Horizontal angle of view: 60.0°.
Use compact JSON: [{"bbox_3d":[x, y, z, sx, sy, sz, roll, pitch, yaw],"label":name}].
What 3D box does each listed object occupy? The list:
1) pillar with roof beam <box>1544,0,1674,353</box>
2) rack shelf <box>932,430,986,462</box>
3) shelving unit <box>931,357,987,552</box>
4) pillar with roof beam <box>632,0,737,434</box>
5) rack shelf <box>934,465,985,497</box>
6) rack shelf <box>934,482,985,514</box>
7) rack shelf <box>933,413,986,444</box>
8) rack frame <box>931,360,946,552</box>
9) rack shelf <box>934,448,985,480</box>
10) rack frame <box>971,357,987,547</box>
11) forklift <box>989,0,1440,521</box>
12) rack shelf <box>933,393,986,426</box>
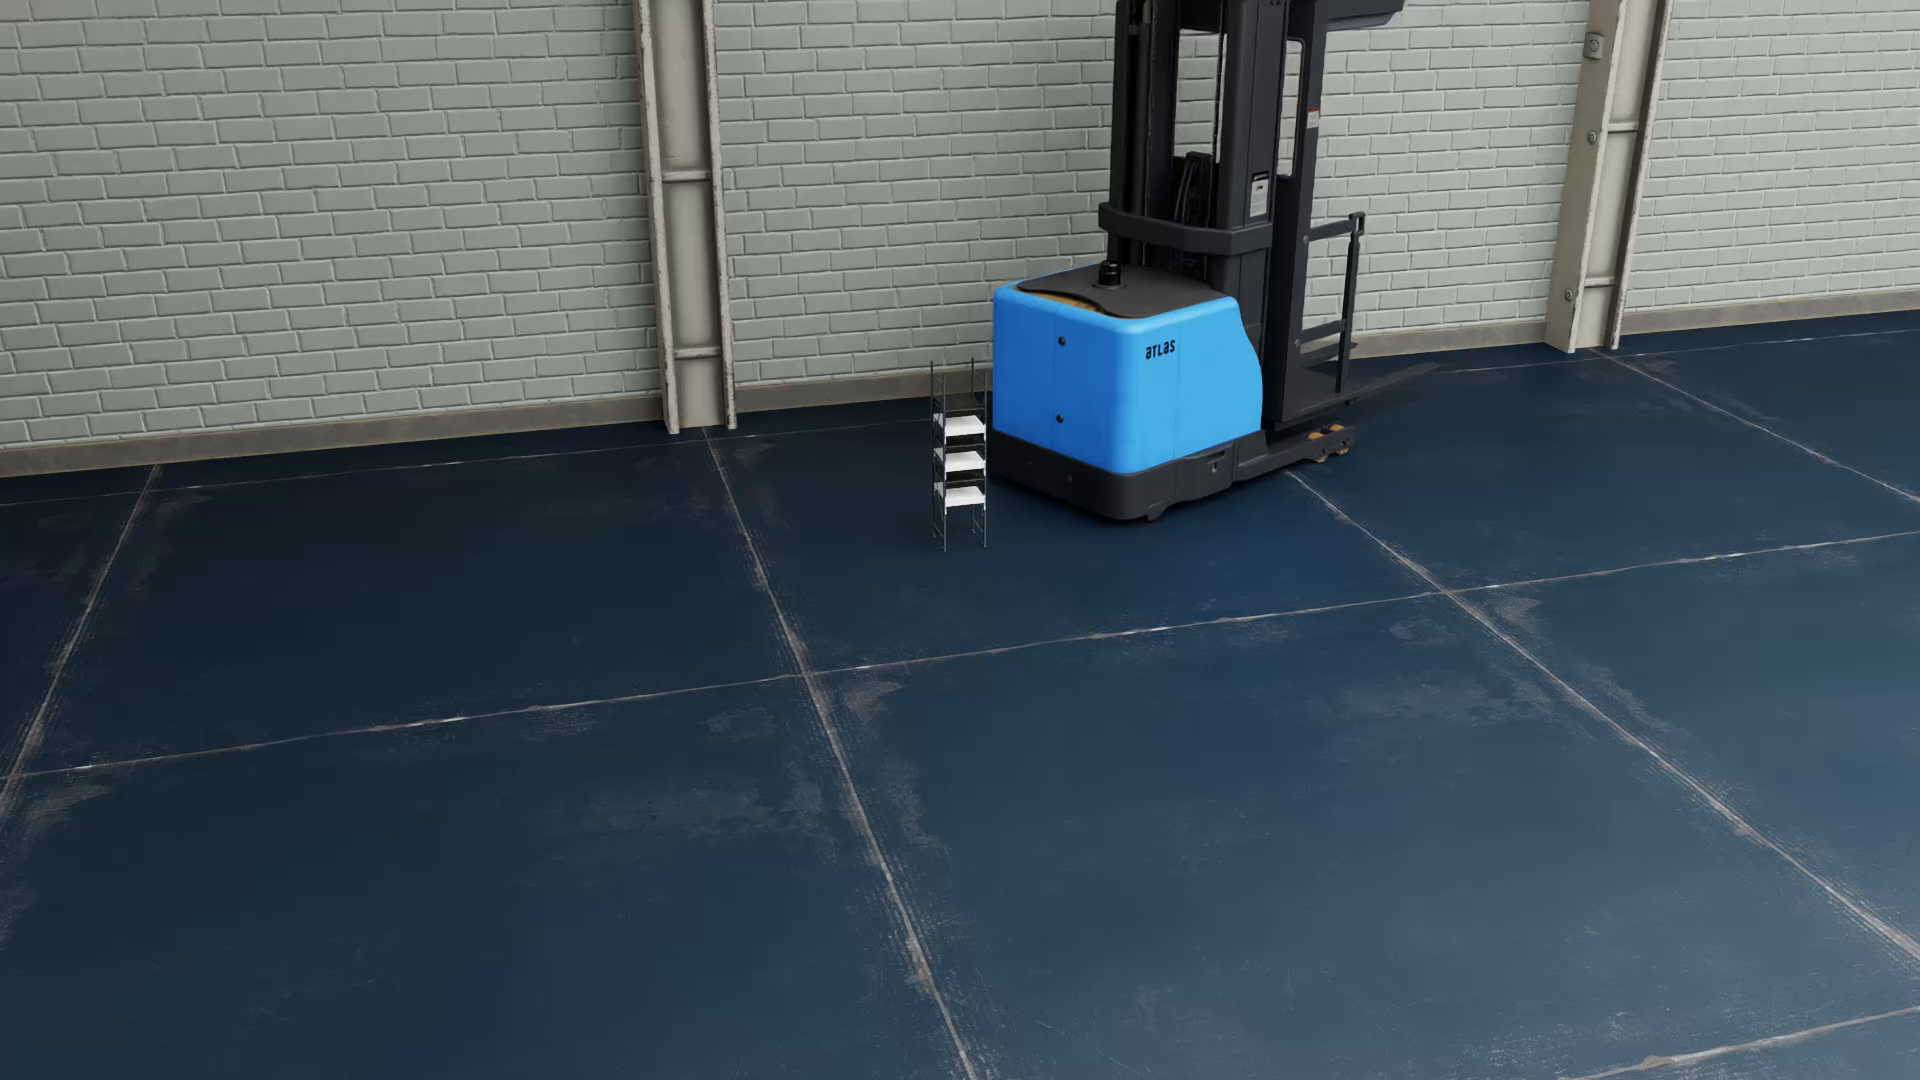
[{"bbox_3d":[5.396,-3.836,5.779,0.400,9.000,9.100,-6,24,-14],"label":"pillar with roof beam"},{"bbox_3d":[-0.008,-0.465,8.048,0.200,0.077,0.258,-6,24,-14],"label":"rack shelf"},{"bbox_3d":[-0.008,-0.413,8.071,0.210,0.900,0.258,-6,24,-14],"label":"shelving unit"},{"bbox_3d":[-0.381,-3.197,4.289,0.400,9.000,9.100,-6,24,-14],"label":"pillar with roof beam"},{"bbox_3d":[-0.008,-0.299,8.119,0.200,0.077,0.258,-6,24,-14],"label":"rack shelf"},{"bbox_3d":[-0.008,-0.217,8.155,0.200,0.077,0.258,-6,24,-14],"label":"rack shelf"},{"bbox_3d":[-0.008,-0.547,8.013,0.200,0.077,0.258,-6,24,-14],"label":"rack shelf"},{"bbox_3d":[-0.106,-0.402,8.045,0.006,0.900,0.240,-6,24,-14],"label":"rack frame"},{"bbox_3d":[-0.008,-0.382,8.084,0.200,0.077,0.258,-6,24,-14],"label":"rack shelf"},{"bbox_3d":[0.090,-0.424,8.096,0.006,0.900,0.240,-6,24,-14],"label":"rack frame"},{"bbox_3d":[1.592,-1.915,8.996,3.031,2.935,1.130,-19,30,-38],"label":"forklift"},{"bbox_3d":[-0.008,-0.630,7.977,0.200,0.077,0.258,-6,24,-14],"label":"rack shelf"}]
